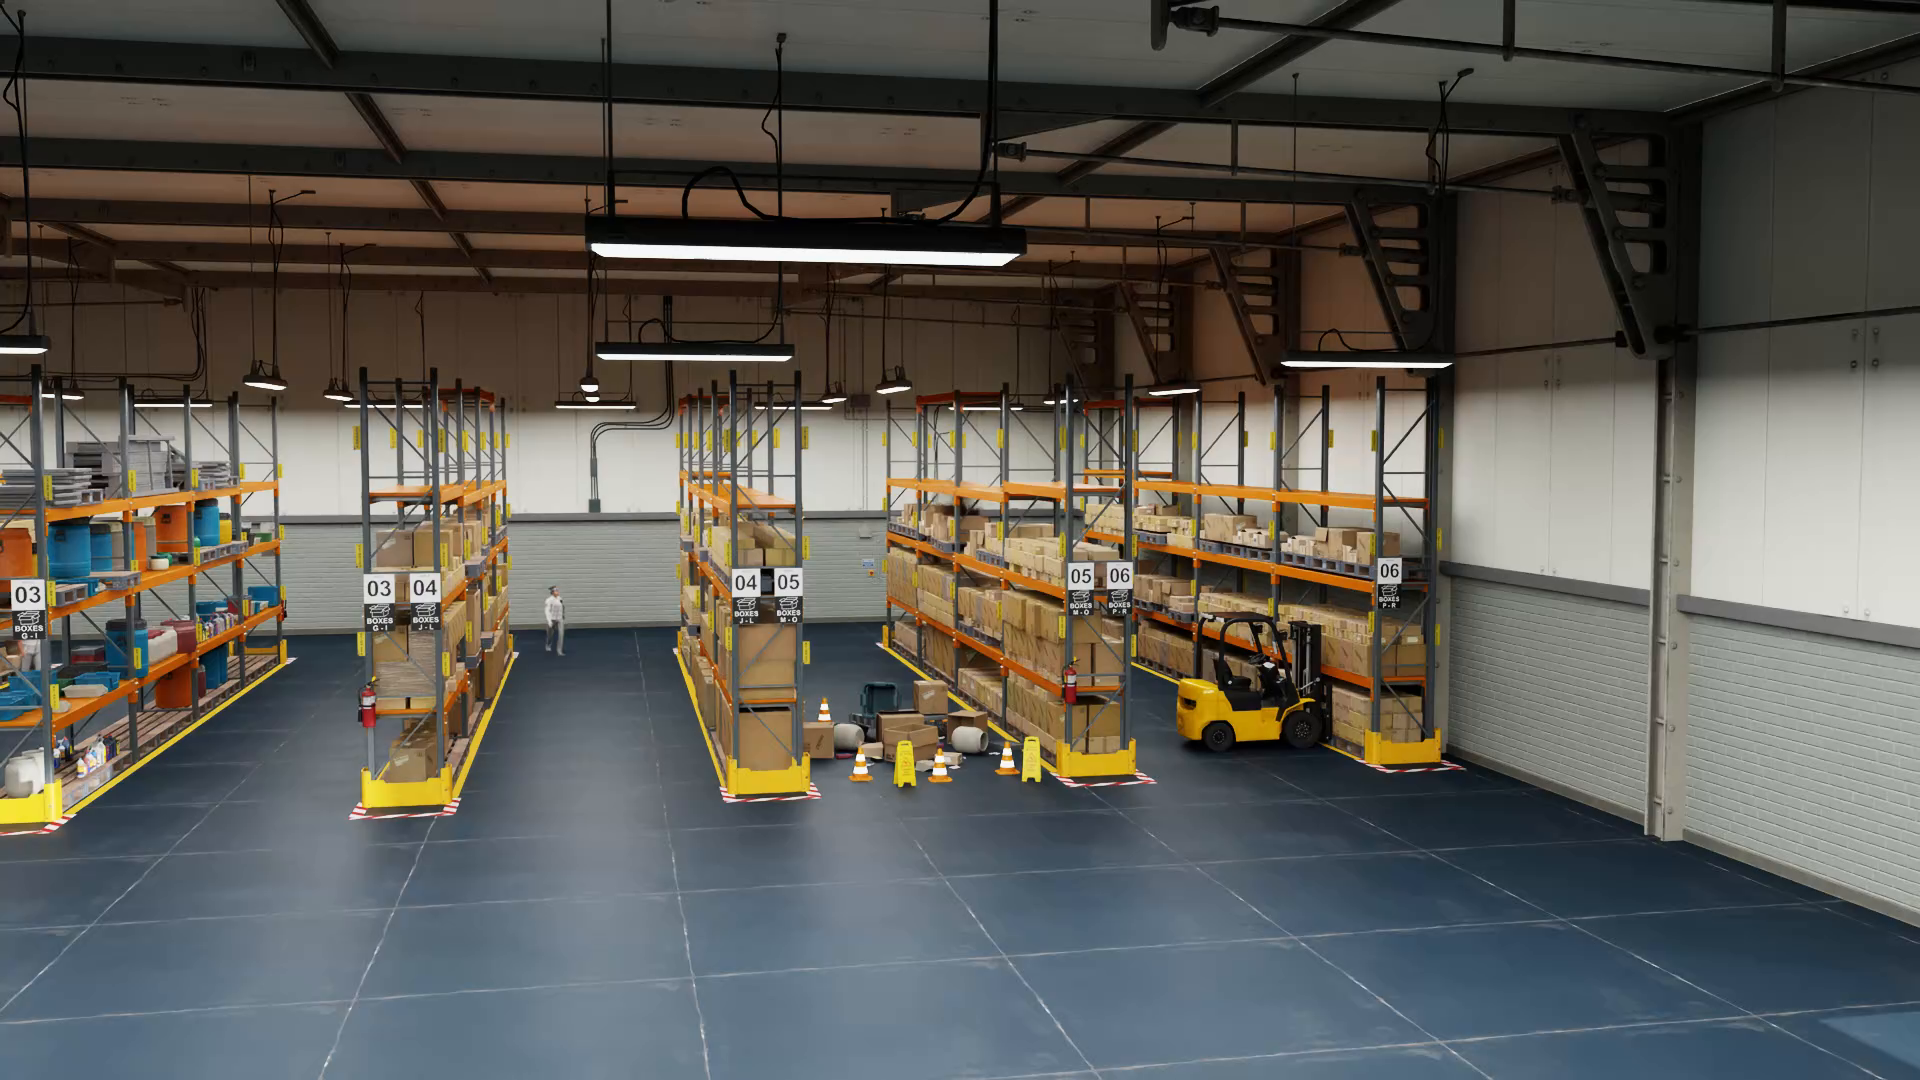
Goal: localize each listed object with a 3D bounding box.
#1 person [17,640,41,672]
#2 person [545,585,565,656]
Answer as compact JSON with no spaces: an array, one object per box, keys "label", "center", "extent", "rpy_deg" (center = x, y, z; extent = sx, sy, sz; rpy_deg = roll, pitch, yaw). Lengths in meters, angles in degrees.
[{"label":"person","center":[-18.239,2.204,32.742],"extent":[0.608,1.742,0.707],"rpy_deg":[-3,4,-40]},{"label":"person","center":[-9.477,1.865,38.831],"extent":[0.465,1.642,0.908],"rpy_deg":[-2,4,-25]}]
